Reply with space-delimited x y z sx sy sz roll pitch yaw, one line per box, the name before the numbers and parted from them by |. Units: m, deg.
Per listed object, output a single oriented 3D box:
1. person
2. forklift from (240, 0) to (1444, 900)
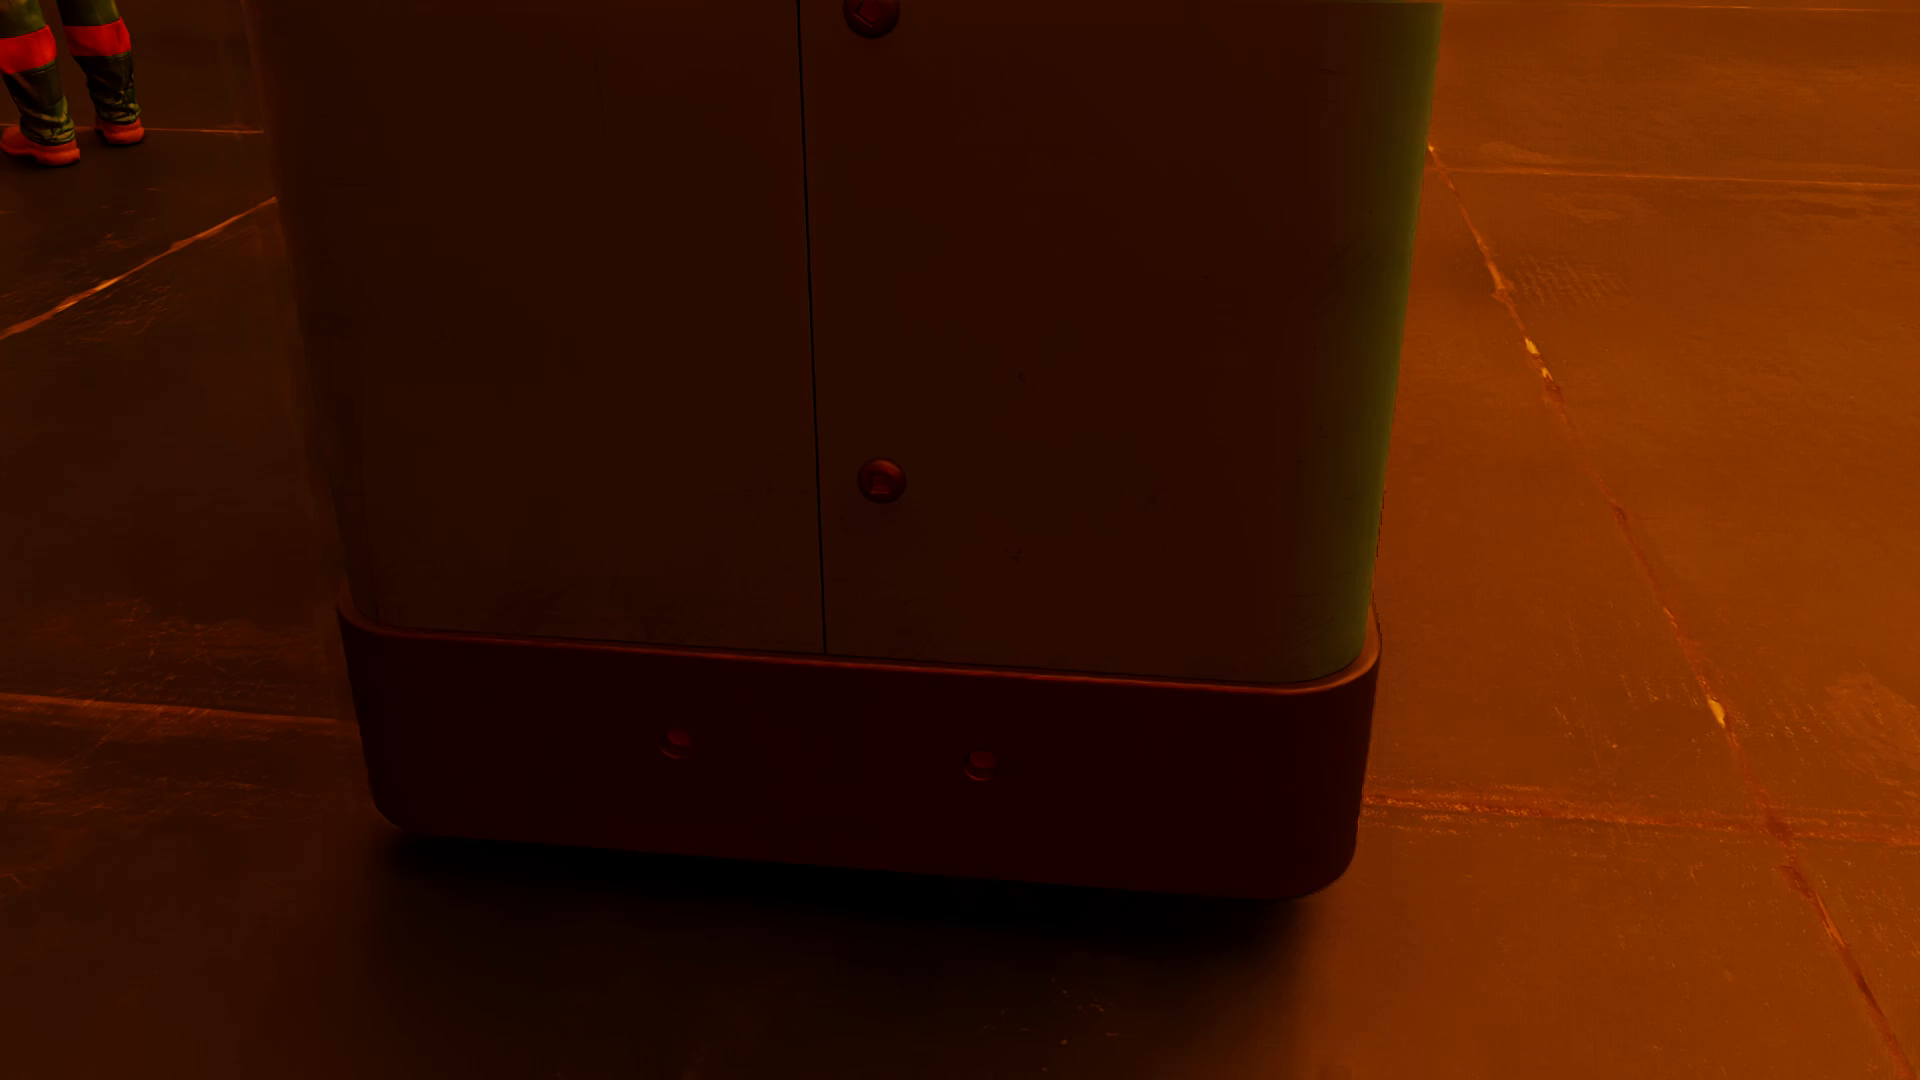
person | -2.519 -1.870 4.230 0.564 1.787 0.638 24 35 39
forklift | 0.060 -1.588 2.399 1.130 2.935 3.031 3 27 6
